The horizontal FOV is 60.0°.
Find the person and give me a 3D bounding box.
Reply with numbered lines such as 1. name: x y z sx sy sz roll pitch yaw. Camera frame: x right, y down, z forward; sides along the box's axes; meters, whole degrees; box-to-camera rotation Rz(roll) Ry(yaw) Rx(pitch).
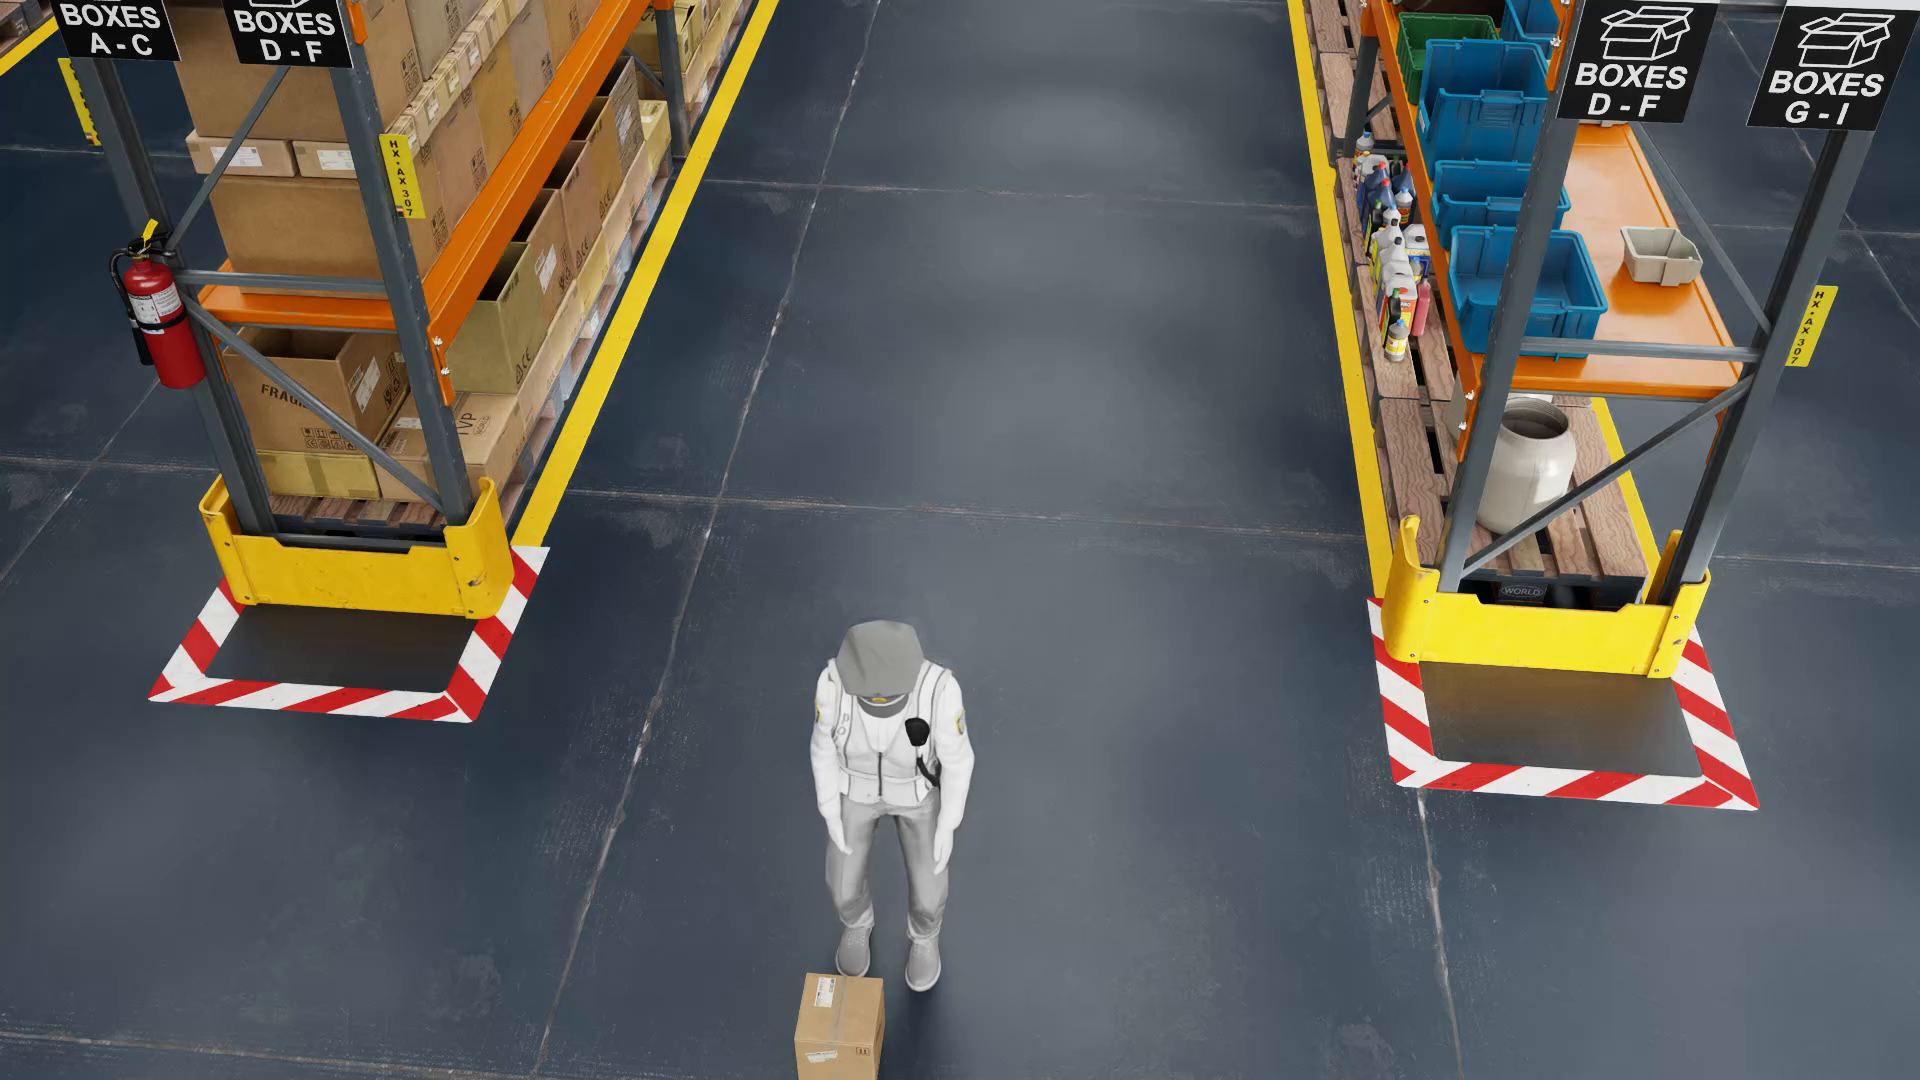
1. person: -0.211 0.832 5.233 0.508 1.605 0.485 4 40 5
